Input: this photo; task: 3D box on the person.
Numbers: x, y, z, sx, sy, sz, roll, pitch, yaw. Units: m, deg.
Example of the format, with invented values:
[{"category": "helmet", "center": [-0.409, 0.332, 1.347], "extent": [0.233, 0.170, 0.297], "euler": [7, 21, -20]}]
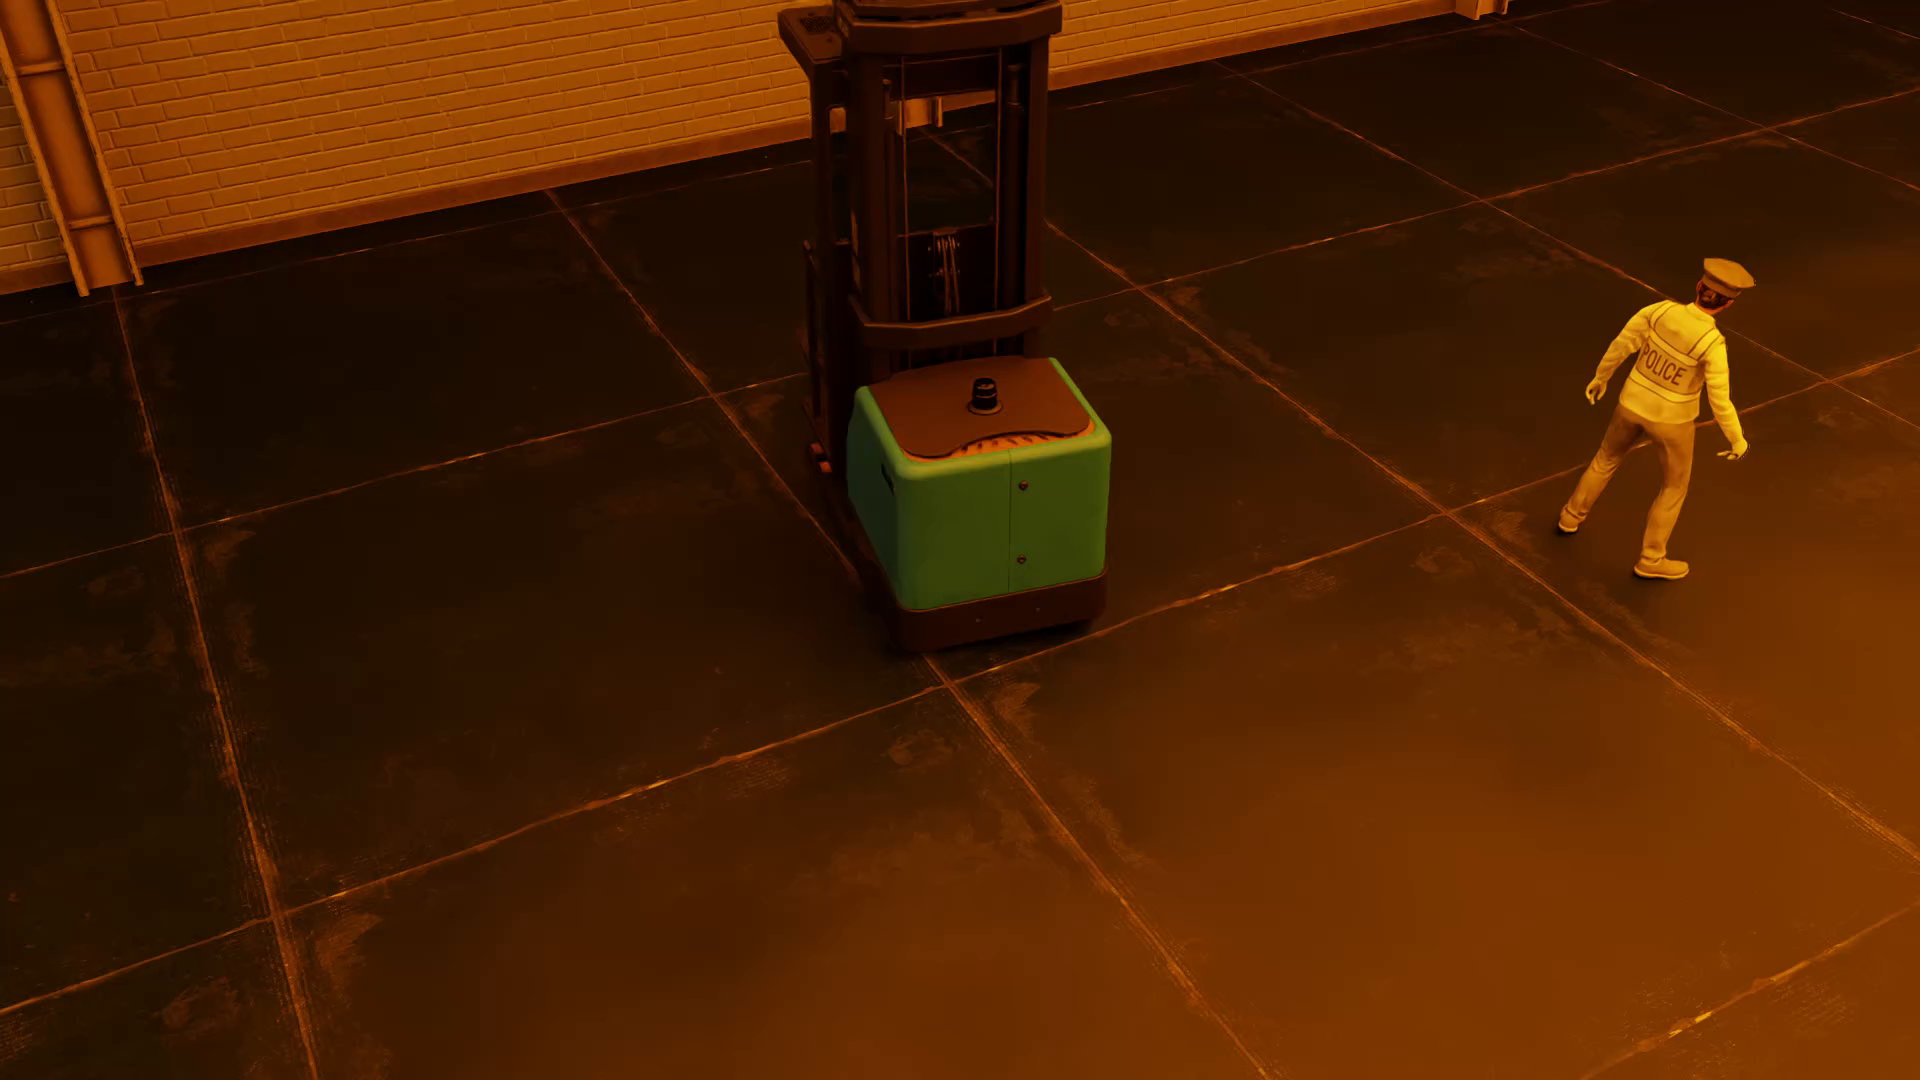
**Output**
[{"category": "person", "center": [3.425, -0.619, 8.130], "extent": [0.371, 1.637, 0.814], "euler": [-22, 41, -28]}]

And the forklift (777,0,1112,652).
[{"category": "forklift", "center": [-0.222, -1.521, 8.274], "extent": [1.130, 2.935, 3.031], "euler": [-10, 37, -14]}]
